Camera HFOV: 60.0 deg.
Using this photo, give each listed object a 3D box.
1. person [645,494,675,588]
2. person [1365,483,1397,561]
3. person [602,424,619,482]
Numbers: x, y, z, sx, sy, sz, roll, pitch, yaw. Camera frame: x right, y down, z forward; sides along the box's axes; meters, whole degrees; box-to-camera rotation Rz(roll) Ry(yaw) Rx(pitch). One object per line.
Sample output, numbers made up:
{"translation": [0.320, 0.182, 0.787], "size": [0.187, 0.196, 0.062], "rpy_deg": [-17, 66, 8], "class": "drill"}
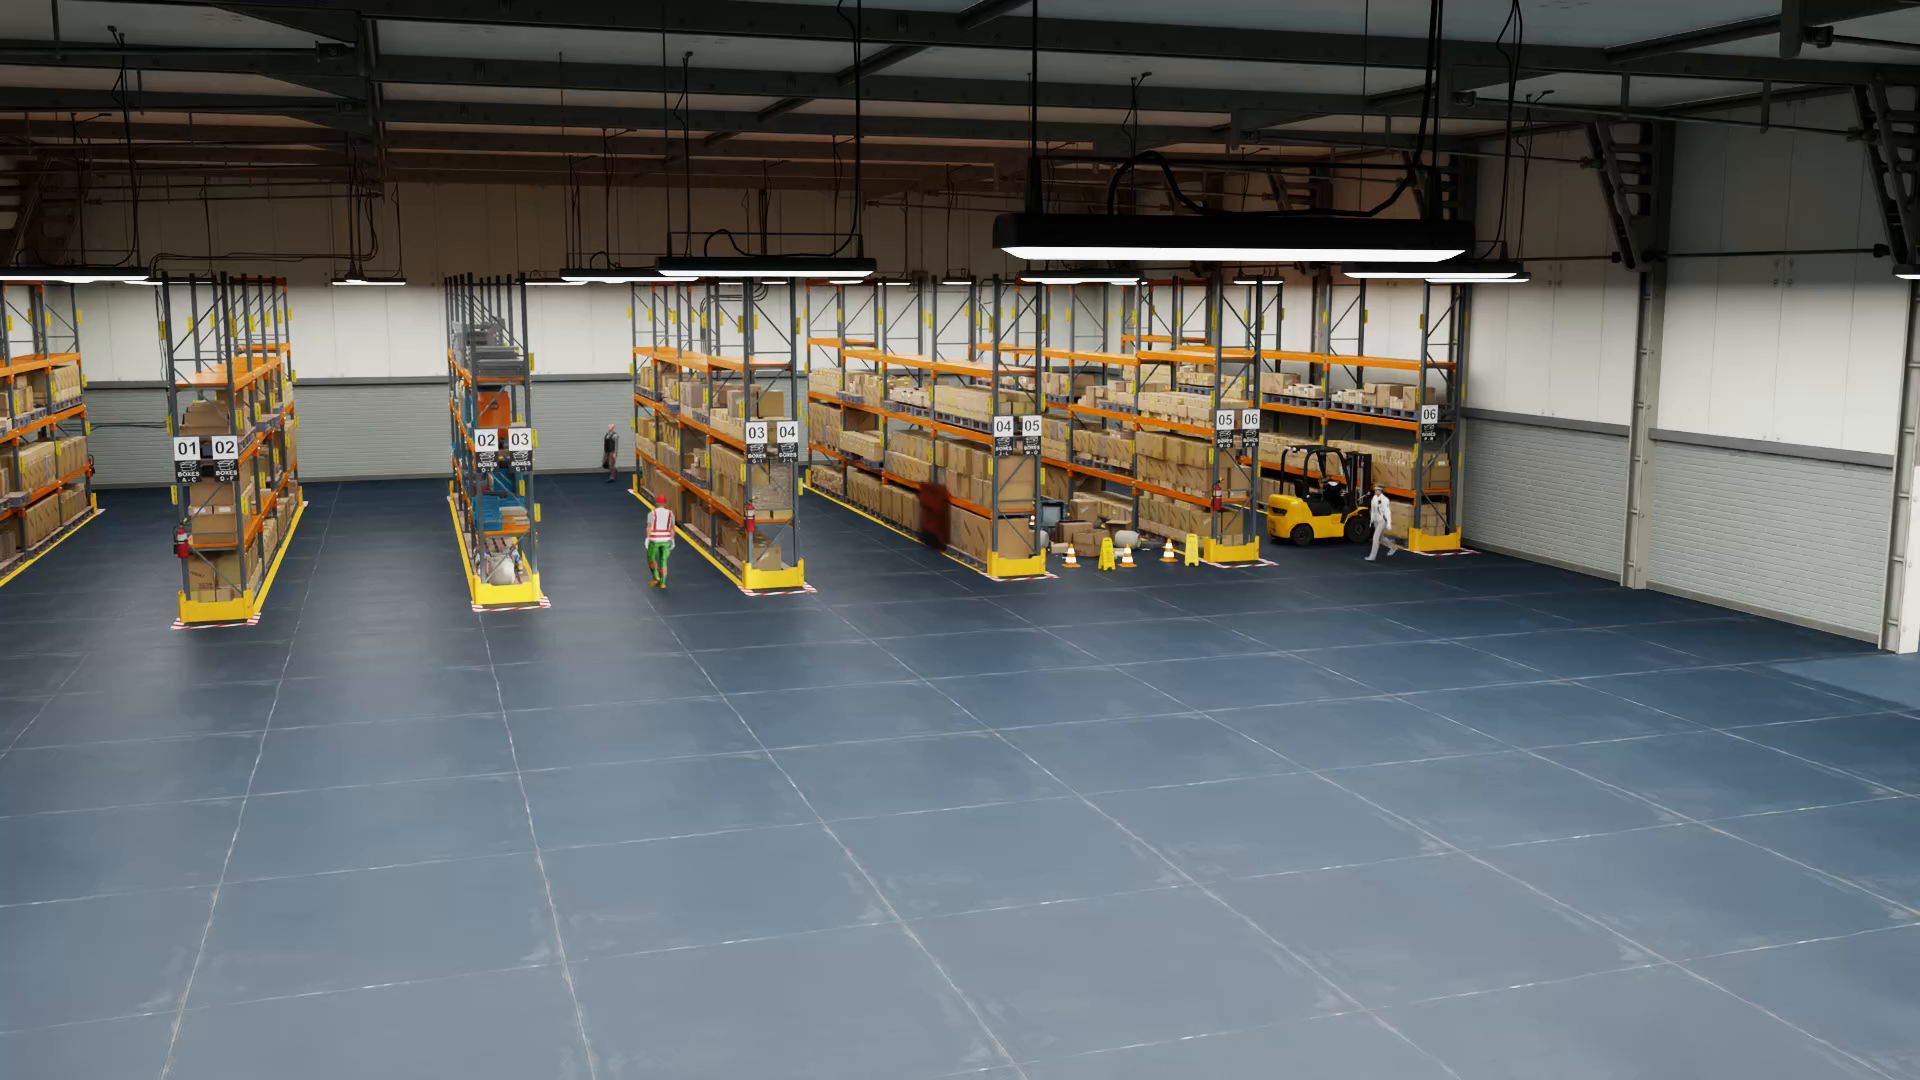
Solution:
{"translation": [-5.762, 0.021, 31.967], "size": [0.594, 1.785, 0.461], "rpy_deg": [-3, 9, -19], "class": "person"}
{"translation": [8.943, -0.402, 35.236], "size": [0.933, 1.634, 0.510], "rpy_deg": [-4, 10, -26], "class": "person"}
{"translation": [-10.367, -2.595, 49.471], "size": [0.547, 1.712, 0.587], "rpy_deg": [6, 11, 37], "class": "person"}
